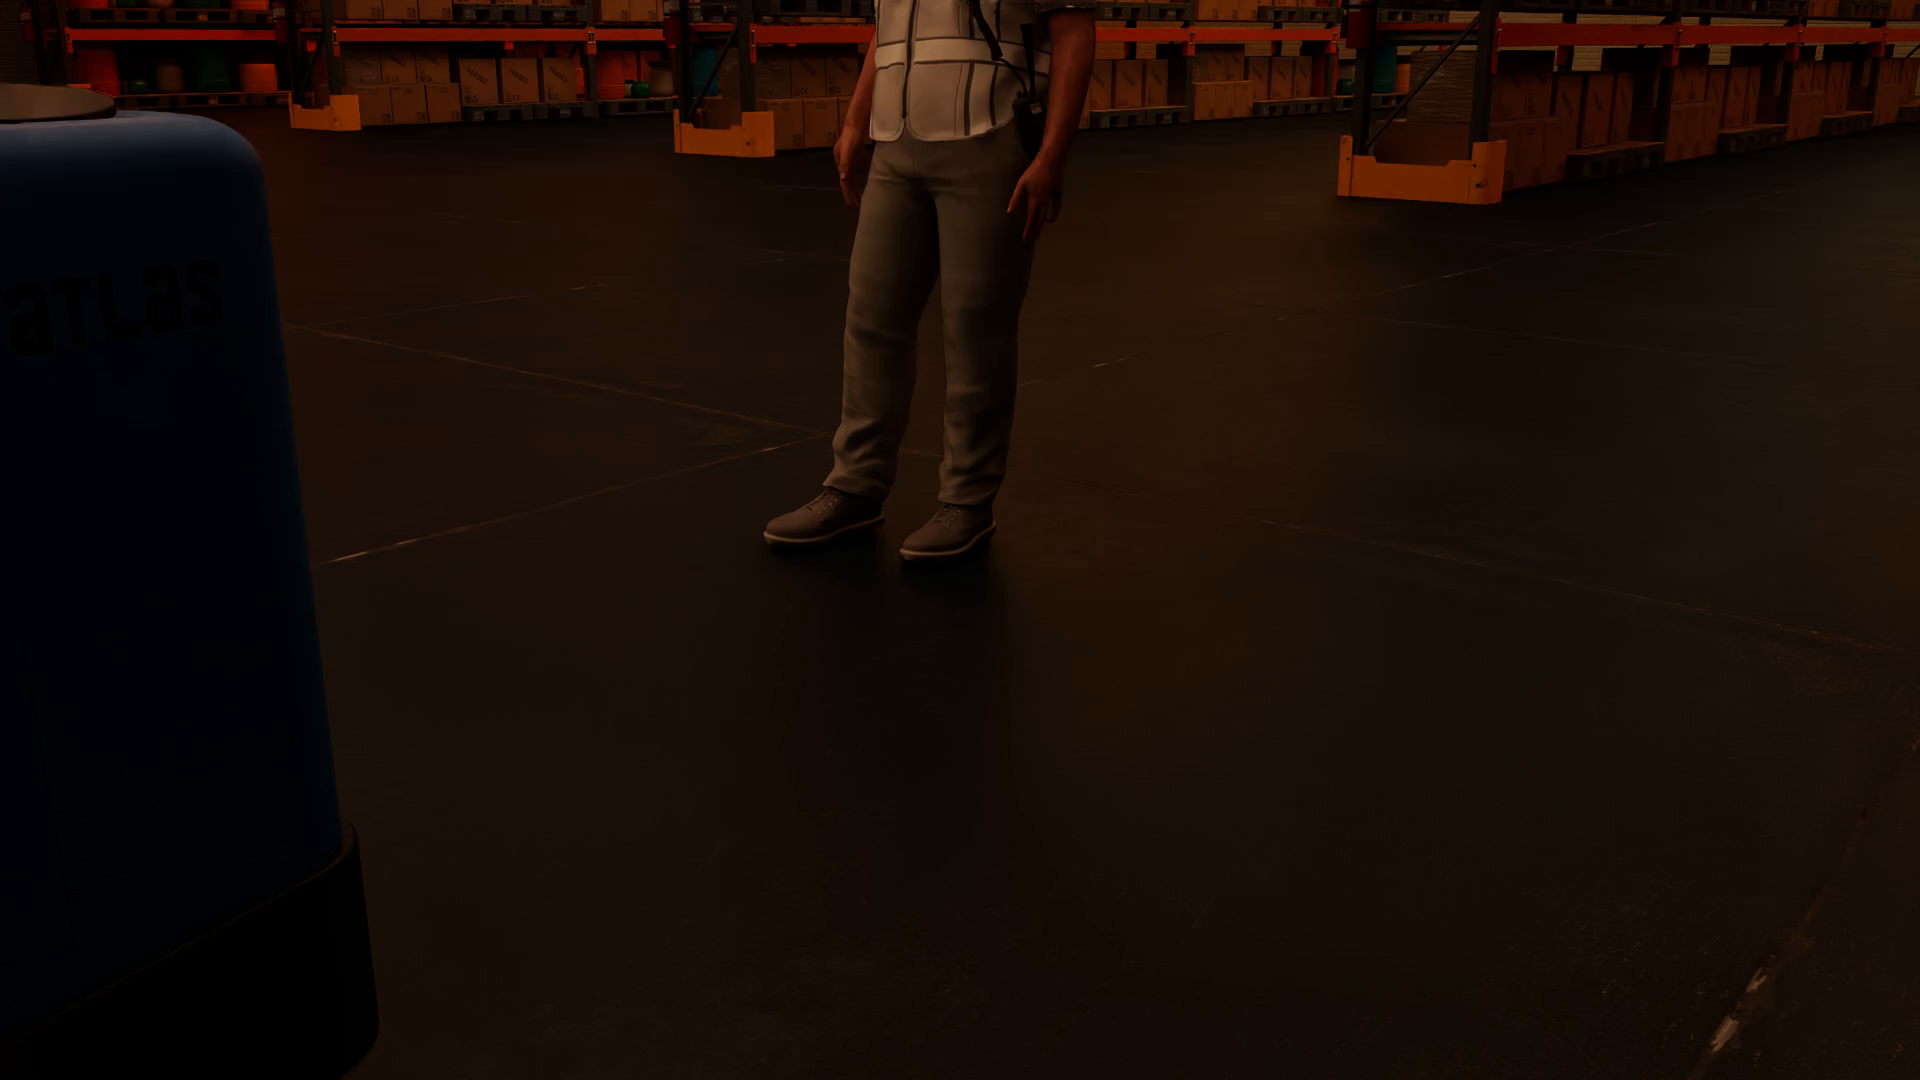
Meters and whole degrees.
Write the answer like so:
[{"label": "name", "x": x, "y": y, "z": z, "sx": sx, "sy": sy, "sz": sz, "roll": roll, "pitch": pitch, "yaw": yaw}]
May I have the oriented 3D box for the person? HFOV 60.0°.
[{"label": "person", "x": -0.058, "y": -0.845, "z": 3.630, "sx": 0.641, "sy": 1.781, "sz": 0.574, "roll": 13, "pitch": 21, "yaw": 37}]
